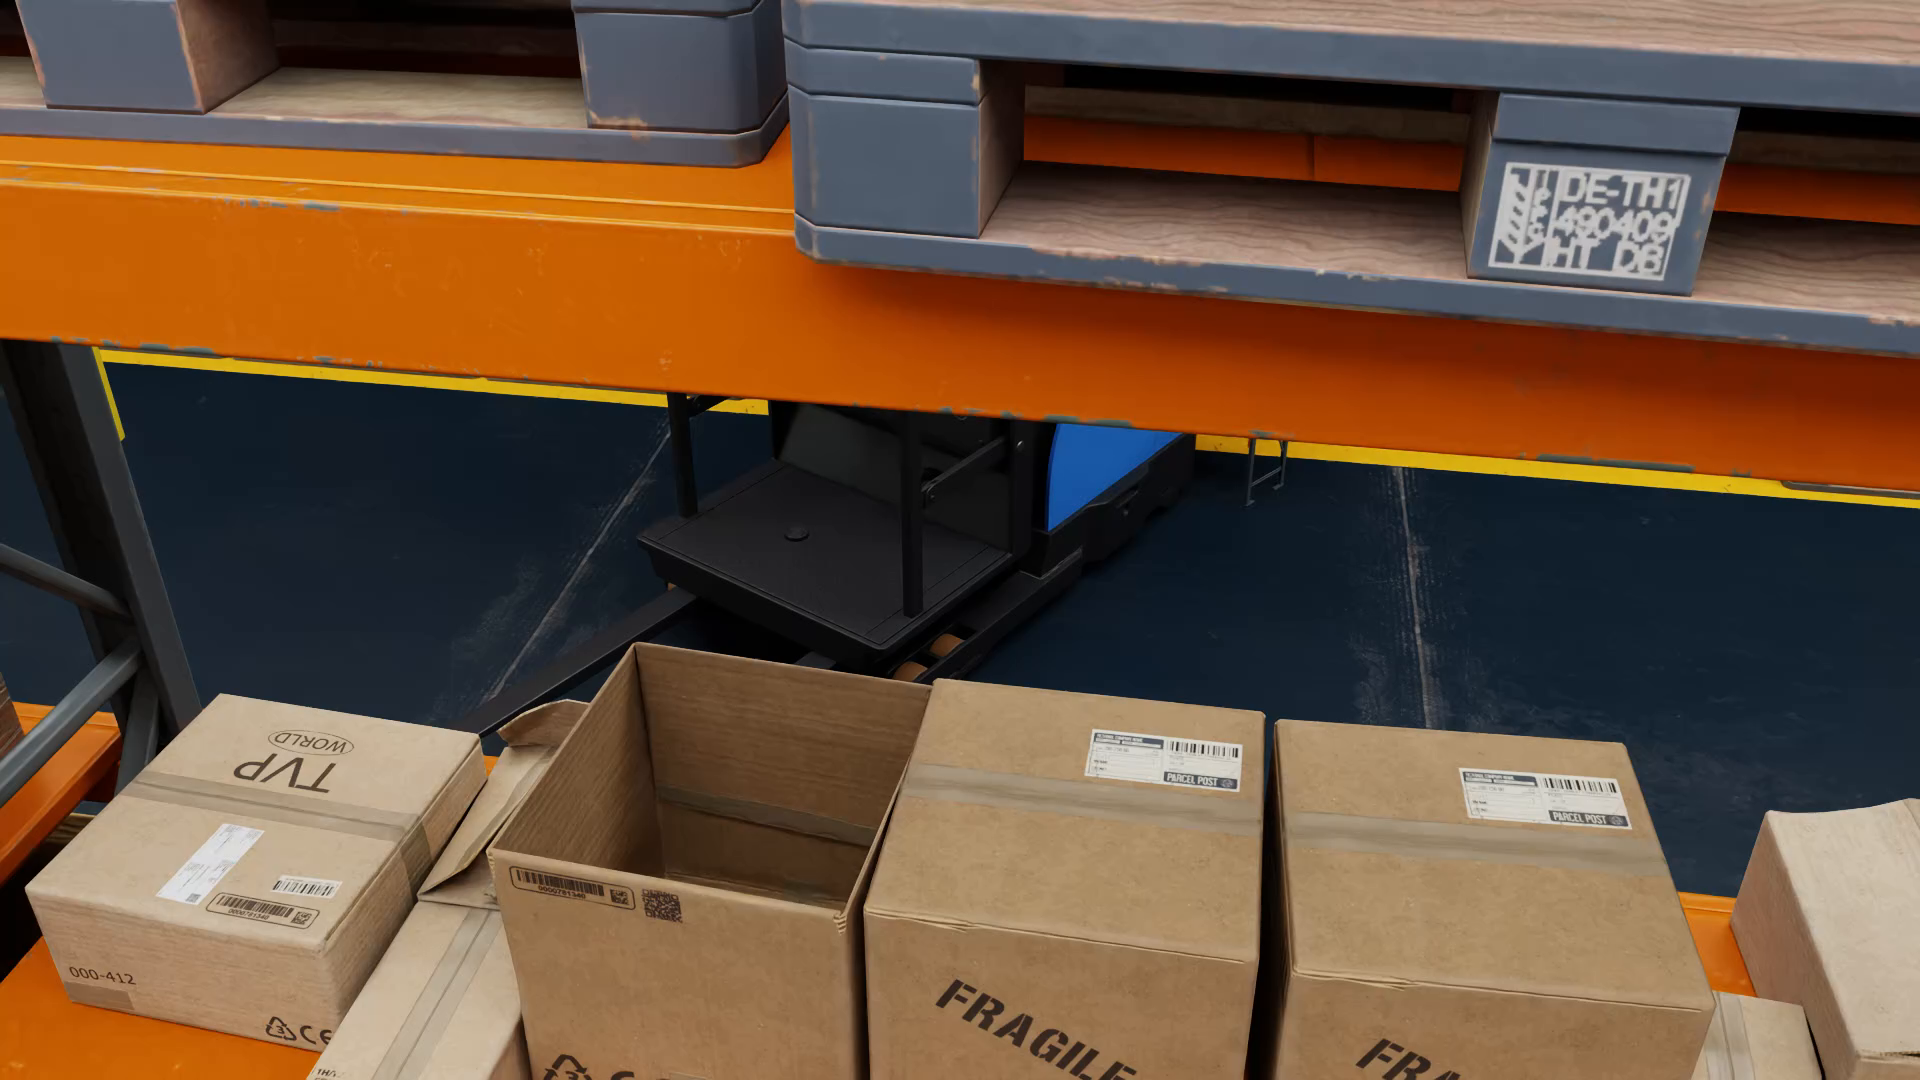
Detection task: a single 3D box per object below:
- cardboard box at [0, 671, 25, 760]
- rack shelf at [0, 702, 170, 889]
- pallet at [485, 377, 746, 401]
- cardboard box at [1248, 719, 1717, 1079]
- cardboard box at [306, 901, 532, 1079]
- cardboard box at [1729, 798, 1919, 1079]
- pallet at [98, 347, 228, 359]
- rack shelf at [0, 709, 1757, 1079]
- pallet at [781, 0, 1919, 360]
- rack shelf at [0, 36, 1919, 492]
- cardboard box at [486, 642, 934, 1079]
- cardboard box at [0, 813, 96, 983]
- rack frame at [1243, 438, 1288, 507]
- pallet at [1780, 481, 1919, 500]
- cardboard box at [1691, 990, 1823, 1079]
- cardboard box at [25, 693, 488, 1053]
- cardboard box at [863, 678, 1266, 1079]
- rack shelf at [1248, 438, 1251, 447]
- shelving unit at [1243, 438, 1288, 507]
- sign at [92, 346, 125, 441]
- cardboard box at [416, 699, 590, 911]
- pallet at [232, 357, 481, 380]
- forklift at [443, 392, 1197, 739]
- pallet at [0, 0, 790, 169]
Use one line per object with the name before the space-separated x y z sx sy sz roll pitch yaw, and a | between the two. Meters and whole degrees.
cardboard box | -2.042 0.365 2.745 0.500 0.500 0.700 4 32 7
rack shelf | -3.575 0.570 3.190 4.000 0.370 1.077 5 32 8
pallet | -1.441 -1.007 7.659 1.213 0.211 1.003 5 32 8
cardboard box | 0.683 0.617 2.342 0.500 0.500 0.500 3 32 6
cardboard box | -0.764 0.736 2.483 0.250 0.149 0.380 5 32 8
cardboard box | 1.491 0.658 2.456 0.500 0.311 0.500 5 32 8
pallet | -3.847 -1.225 8.007 1.213 0.211 1.003 5 32 8
rack shelf | 0.368 0.927 2.619 4.000 0.370 1.077 5 32 8
pallet | 0.553 -0.503 1.577 1.213 0.211 1.003 7 33 10
rack shelf | 0.368 -0.344 1.824 4.000 0.370 1.077 5 32 8
cardboard box | -0.330 0.526 2.489 0.500 0.500 0.500 7 33 12
cardboard box | -2.008 0.908 3.461 0.500 0.500 0.500 5 32 8
rack frame | 1.191 -0.683 6.210 0.240 1.200 0.015 -27 41 -36
pallet | 3.934 -0.498 6.847 1.213 0.211 1.003 5 32 8
cardboard box | 1.073 0.823 2.345 0.250 0.149 0.380 8 33 12
cardboard box | -1.110 0.529 2.720 0.500 0.250 0.500 7 33 11
cardboard box | 0.164 0.570 2.418 0.500 0.500 0.500 5 32 8
rack shelf | 1.020 -0.550 6.499 0.258 0.148 0.480 -27 41 -36
shelving unit | 1.020 -0.776 6.358 0.258 1.200 0.503 -27 41 -36
sign | -1.521 -0.298 2.882 0.005 0.325 0.100 5 32 8
cardboard box | -0.706 0.483 2.777 0.258 0.266 0.396 4 32 7
pallet | -2.648 -1.114 7.831 1.213 0.211 1.003 5 32 8
forklift | -0.379 -0.979 5.051 1.130 2.935 3.031 22 38 31
pallet | -0.732 -0.675 1.854 1.217 0.209 0.805 4 32 6
